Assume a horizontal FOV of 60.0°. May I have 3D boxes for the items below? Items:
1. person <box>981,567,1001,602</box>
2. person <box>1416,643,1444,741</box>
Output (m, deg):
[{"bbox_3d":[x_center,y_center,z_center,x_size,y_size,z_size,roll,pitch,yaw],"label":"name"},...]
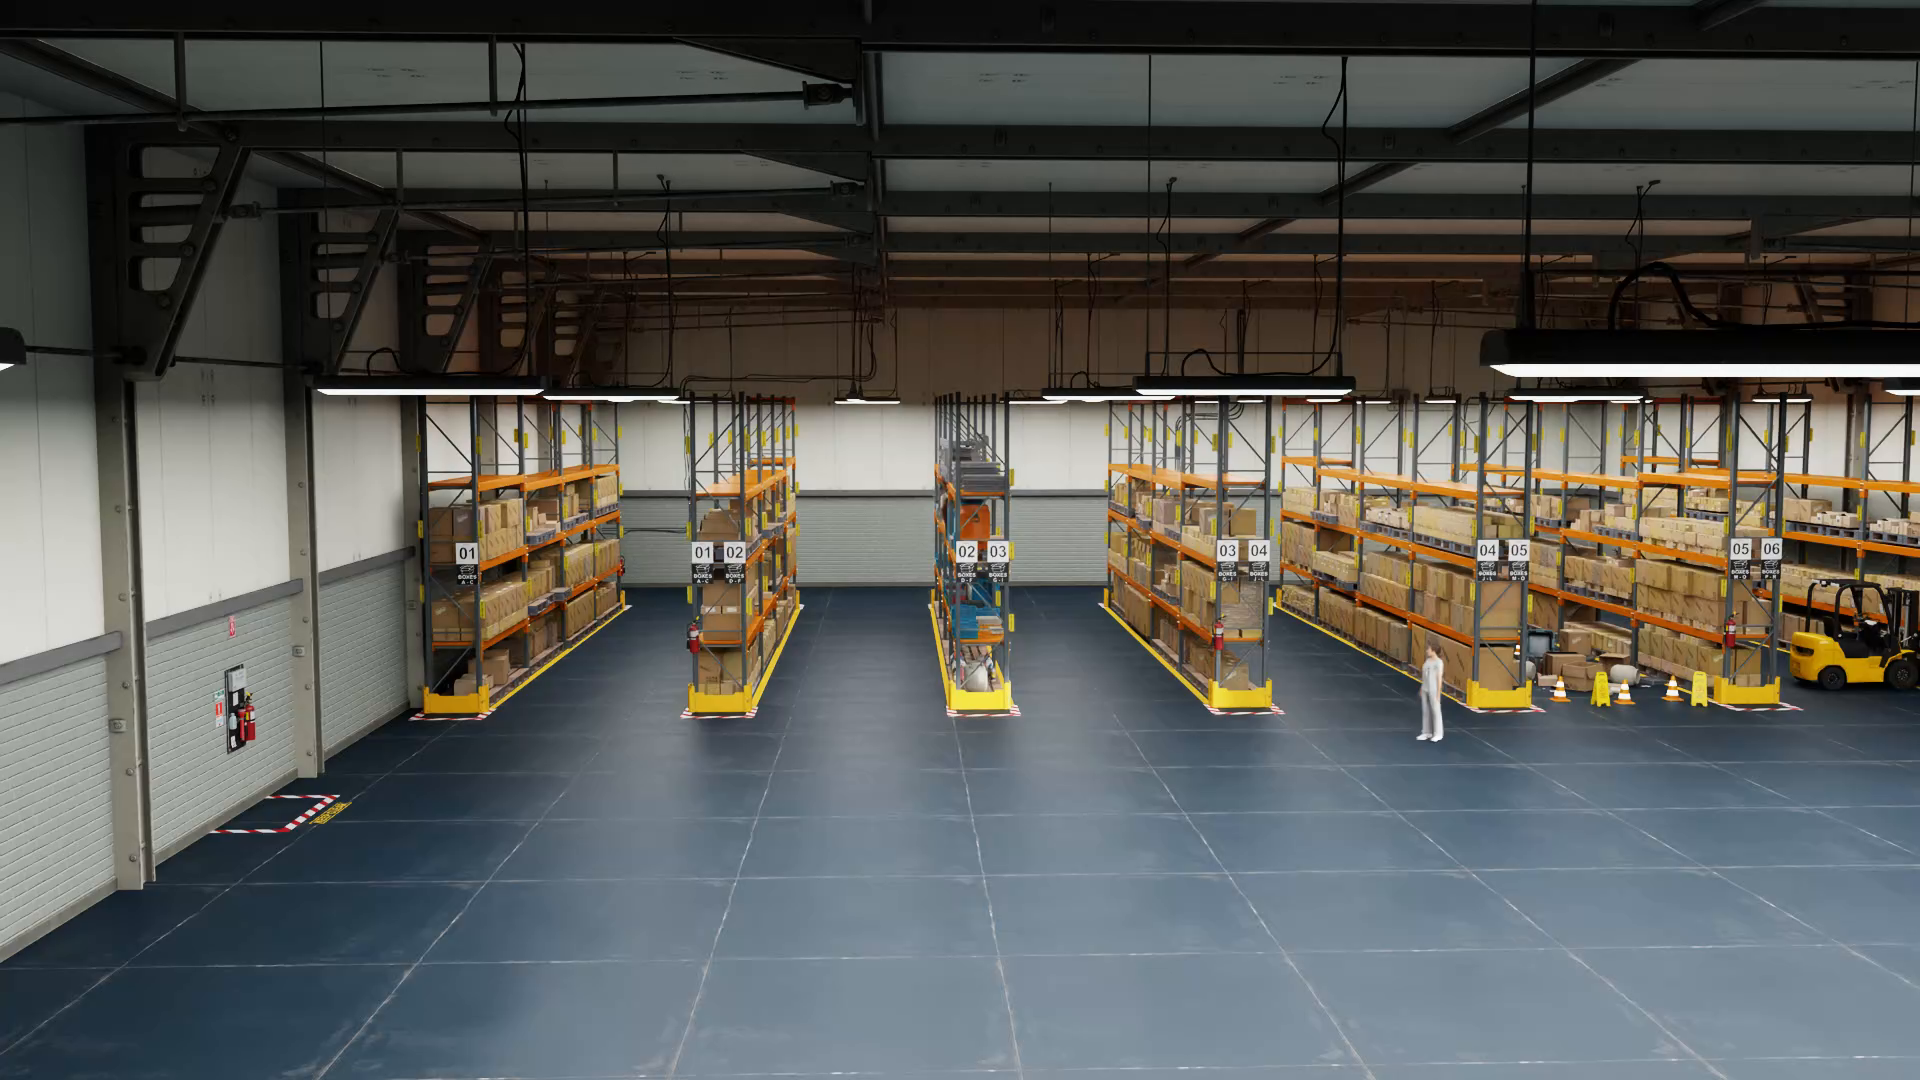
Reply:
[{"bbox_3d":[0.791,1.002,48.716,0.572,1.596,1.015,-3,5,-32],"label":"person"},{"bbox_3d":[8.097,2.609,28.548,0.373,1.703,0.469,-2,5,-28],"label":"person"}]
